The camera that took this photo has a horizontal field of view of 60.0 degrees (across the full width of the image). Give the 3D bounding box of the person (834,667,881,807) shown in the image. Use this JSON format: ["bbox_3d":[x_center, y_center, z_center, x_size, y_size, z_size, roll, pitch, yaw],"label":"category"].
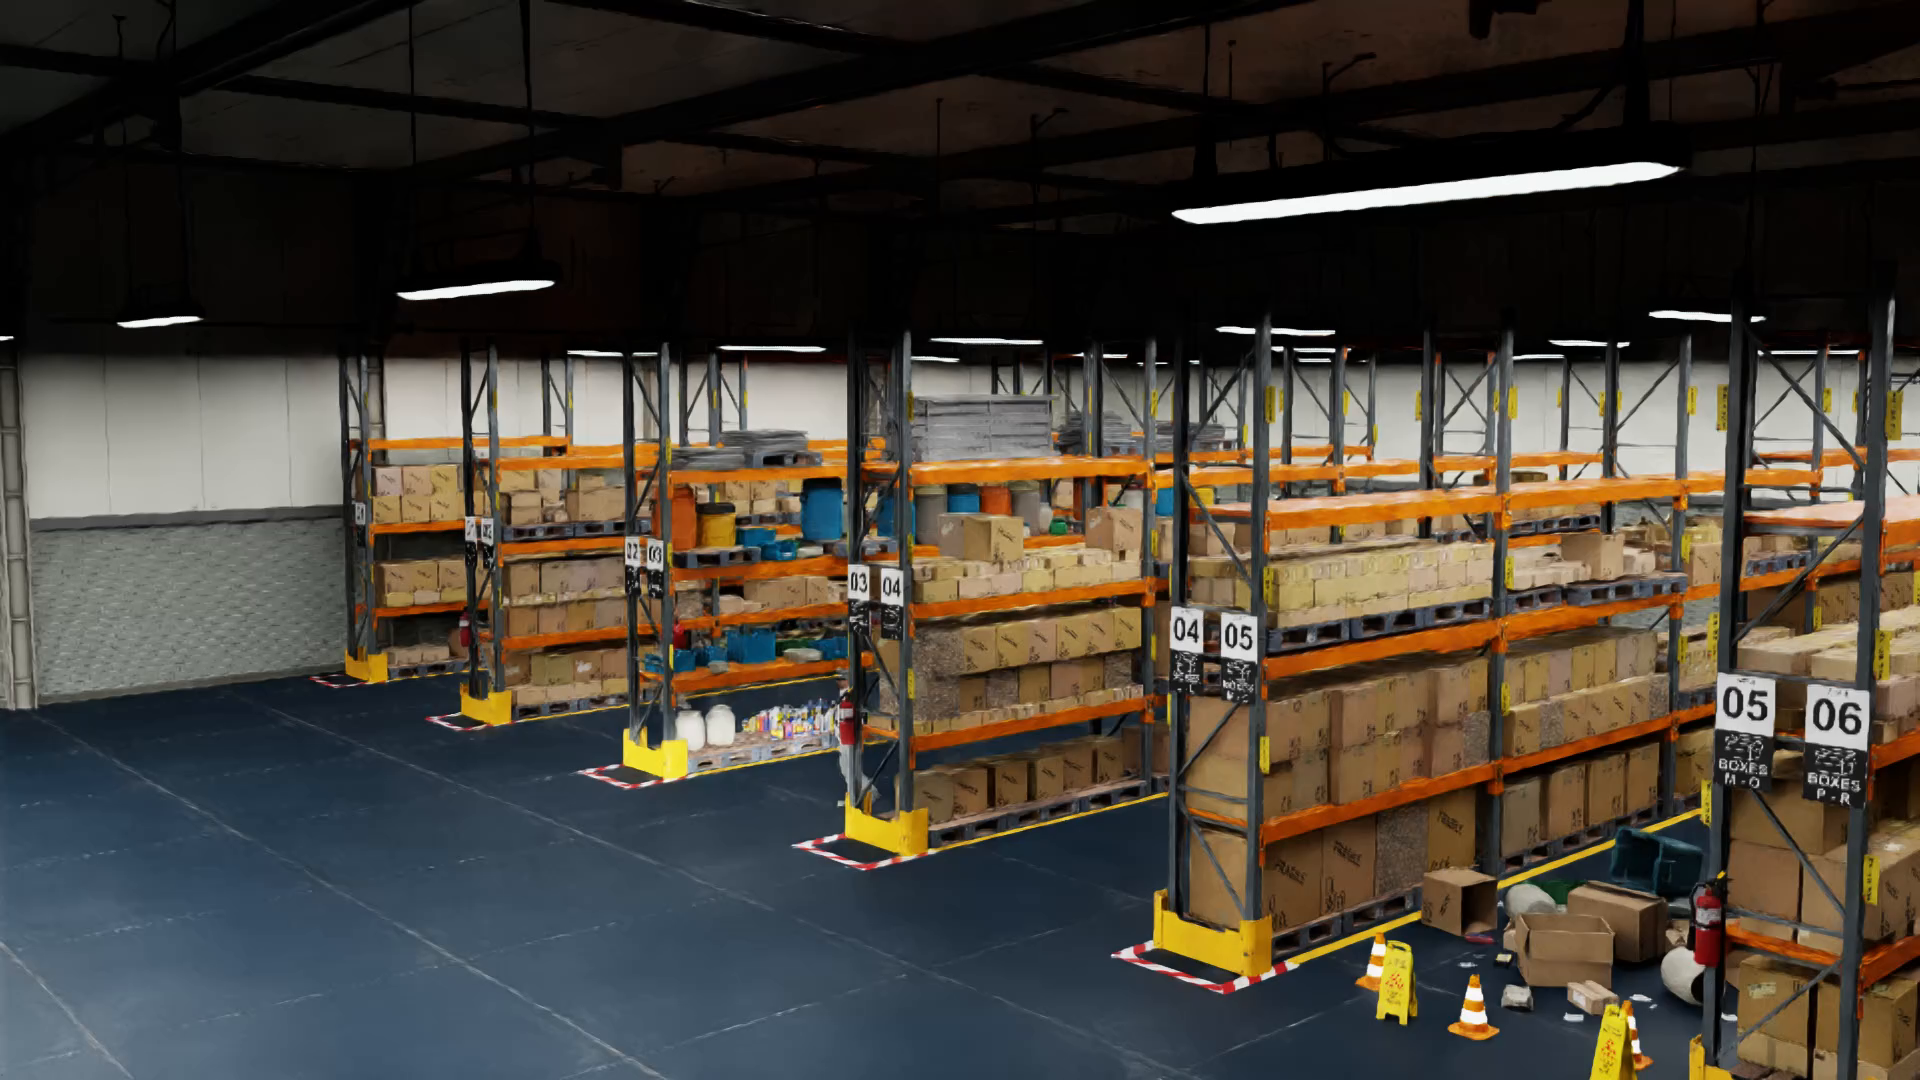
[{"bbox_3d":[-1.291,2.452,20.606,0.543,1.749,0.602,0,5,-5],"label":"person"}]

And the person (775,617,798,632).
[{"bbox_3d":[-3.367,1.488,32.374,0.961,1.533,0.408,-3,6,-33],"label":"person"}]

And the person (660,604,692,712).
[{"bbox_3d":[-4.583,1.886,26.839,0.450,1.731,0.589,2,5,17],"label":"person"}]
